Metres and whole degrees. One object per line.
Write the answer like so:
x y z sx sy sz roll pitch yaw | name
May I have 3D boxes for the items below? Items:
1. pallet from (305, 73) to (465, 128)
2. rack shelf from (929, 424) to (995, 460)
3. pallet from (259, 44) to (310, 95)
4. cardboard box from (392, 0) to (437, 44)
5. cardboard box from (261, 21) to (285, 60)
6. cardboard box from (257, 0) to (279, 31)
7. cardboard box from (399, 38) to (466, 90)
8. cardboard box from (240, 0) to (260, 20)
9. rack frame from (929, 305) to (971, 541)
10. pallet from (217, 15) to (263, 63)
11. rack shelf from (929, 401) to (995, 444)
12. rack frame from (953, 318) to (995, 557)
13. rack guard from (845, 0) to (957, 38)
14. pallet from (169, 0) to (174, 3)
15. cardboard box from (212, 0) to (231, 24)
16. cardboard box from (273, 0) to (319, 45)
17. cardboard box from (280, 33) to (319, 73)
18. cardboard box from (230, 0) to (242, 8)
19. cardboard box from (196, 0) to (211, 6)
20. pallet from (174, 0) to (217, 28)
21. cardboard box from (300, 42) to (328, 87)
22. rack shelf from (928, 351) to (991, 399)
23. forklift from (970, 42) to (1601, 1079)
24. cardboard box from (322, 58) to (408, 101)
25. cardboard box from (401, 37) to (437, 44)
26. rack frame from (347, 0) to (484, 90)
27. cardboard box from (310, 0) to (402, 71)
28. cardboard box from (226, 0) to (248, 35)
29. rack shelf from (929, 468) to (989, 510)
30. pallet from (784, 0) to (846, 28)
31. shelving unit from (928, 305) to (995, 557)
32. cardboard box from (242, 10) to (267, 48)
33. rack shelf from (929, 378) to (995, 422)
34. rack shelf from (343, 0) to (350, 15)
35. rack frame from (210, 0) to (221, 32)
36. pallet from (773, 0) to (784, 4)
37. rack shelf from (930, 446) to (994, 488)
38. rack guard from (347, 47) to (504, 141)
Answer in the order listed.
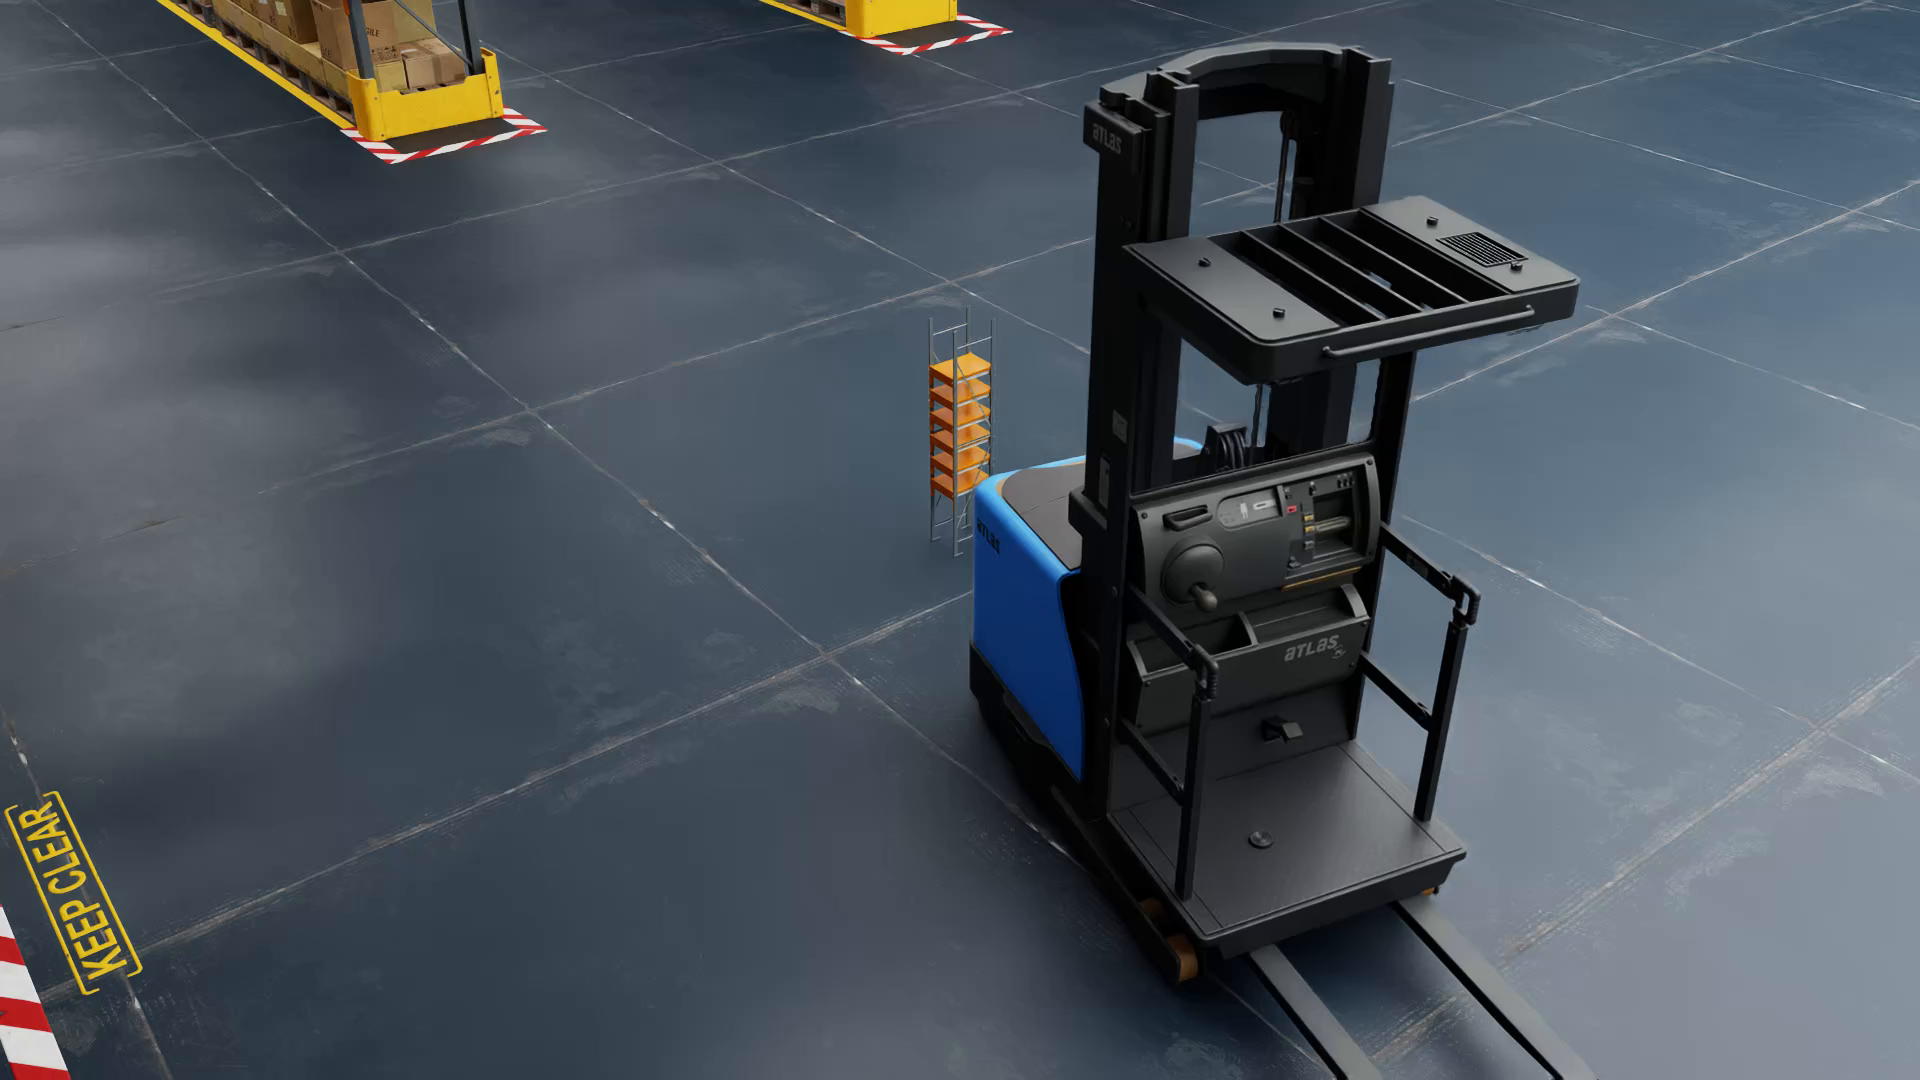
-4.905 -3.871 14.283 1.003 0.211 1.213 -22 38 -31 | pallet
0.009 -0.466 7.947 0.258 0.103 0.180 -22 38 -31 | rack shelf
-5.649 -4.379 15.101 1.003 0.211 1.213 -22 38 -31 | pallet
-4.864 -4.583 14.283 0.500 0.500 0.500 -22 38 -31 | cardboard box
-5.894 -4.510 14.876 0.500 0.250 0.500 -22 38 -31 | cardboard box
-5.897 -4.827 14.677 0.500 0.500 0.500 -22 38 -31 | cardboard box
-4.556 -4.056 14.146 0.500 0.250 0.500 -22 38 -31 | cardboard box
-6.205 -5.035 15.011 0.500 0.500 0.500 -22 38 -31 | cardboard box
-0.047 -0.542 7.985 0.240 1.200 0.006 -22 38 -31 | rack frame
-6.401 -4.888 15.920 1.003 0.211 1.213 -22 38 -31 | pallet
0.009 -0.568 7.884 0.258 0.103 0.180 -22 38 -31 | rack shelf
0.065 -0.466 7.862 0.240 1.200 0.006 -22 38 -31 | rack frame
-0.572 -5.306 16.319 1.175 0.500 0.348 -22 38 -31 | rack guard
-8.091 -6.036 17.769 1.003 0.211 1.213 -22 38 -31 | pallet
-6.811 -5.136 15.885 0.500 0.250 0.500 -22 38 -31 | cardboard box
-5.591 -4.619 14.341 0.500 0.500 0.500 -22 38 -31 | cardboard box
-5.589 -4.301 14.540 0.500 0.250 0.500 -22 38 -31 | cardboard box
-6.506 -5.246 15.351 0.500 0.500 0.500 -22 38 -31 | cardboard box
-7.339 -5.507 16.482 0.500 0.250 0.500 -23 38 -32 | cardboard box
-7.338 -5.527 16.949 1.003 0.211 1.213 -22 38 -31 | pallet
-5.281 -4.093 14.205 0.500 0.250 0.500 -22 38 -31 | cardboard box
0.009 -0.772 7.757 0.258 0.103 0.180 -22 38 -31 | rack shelf
1.099 0.030 5.423 1.130 2.935 3.031 -13 34 -20 | forklift
-4.965 -3.889 13.876 0.500 0.250 0.500 -22 38 -31 | cardboard box
-4.865 -4.263 14.480 0.500 0.250 0.500 -22 38 -31 | cardboard box
-4.403 -4.750 13.056 1.000 3.000 0.127 -22 38 -31 | rack frame
-4.967 -4.207 13.677 0.500 0.500 0.500 -22 38 -31 | cardboard box
-6.508 -4.926 15.547 0.500 0.250 0.500 -22 38 -31 | cardboard box
0.009 -0.262 8.074 0.258 0.103 0.180 -22 38 -31 | rack shelf
-1.065 -5.524 16.943 1.003 0.211 1.213 -22 38 -31 | pallet
0.009 -0.504 7.924 0.258 1.200 0.189 -22 38 -31 | shelving unit
-6.206 -4.716 15.209 0.500 0.250 0.500 -22 38 -31 | cardboard box
0.009 -0.670 7.821 0.258 0.103 0.180 -22 38 -31 | rack shelf
-5.629 -5.278 14.587 1.077 0.370 4.000 -22 38 -31 | rack shelf
-6.856 -6.417 15.740 1.000 3.000 0.127 -22 38 -31 | rack frame
-1.809 -6.032 17.762 1.003 0.211 1.213 -22 38 -31 | pallet
0.009 -0.364 8.010 0.258 0.103 0.180 -22 38 -31 | rack shelf
-4.388 -3.679 13.699 1.175 0.500 0.348 -22 38 -31 | rack guard
